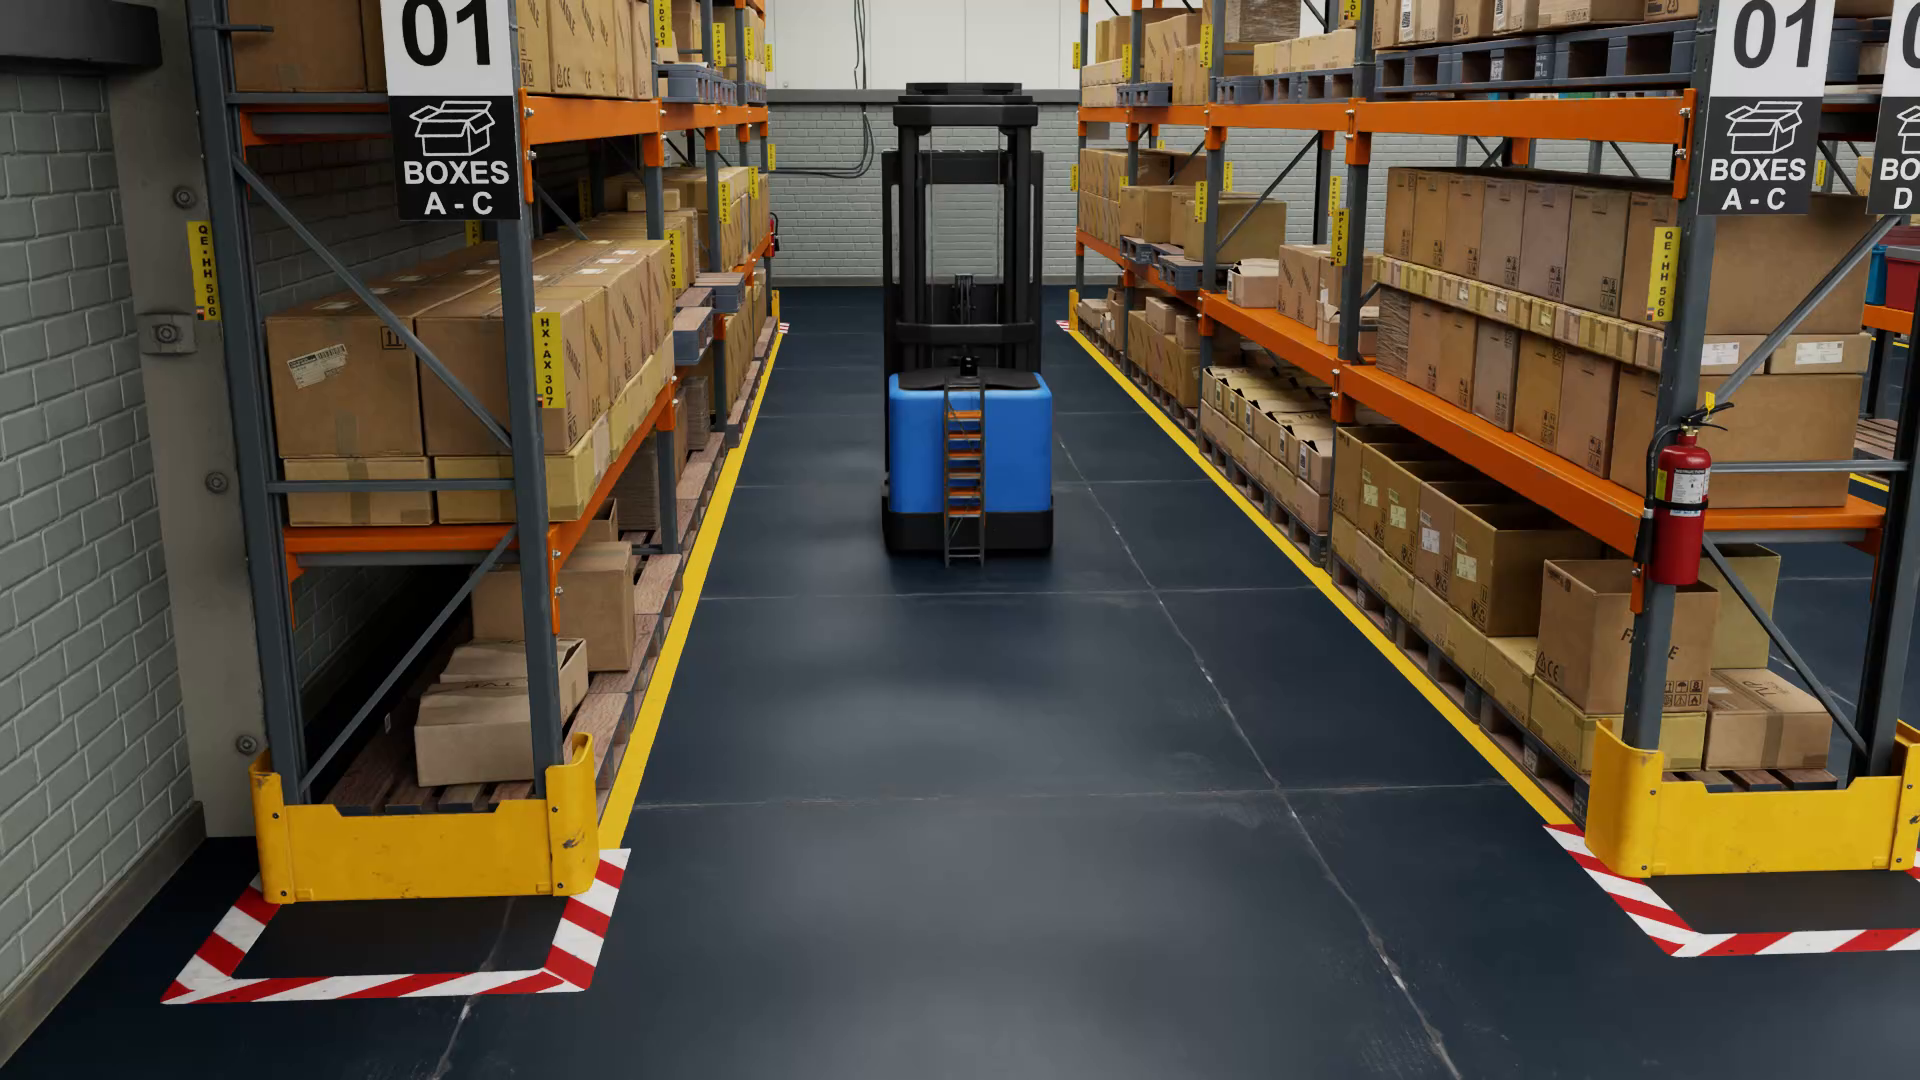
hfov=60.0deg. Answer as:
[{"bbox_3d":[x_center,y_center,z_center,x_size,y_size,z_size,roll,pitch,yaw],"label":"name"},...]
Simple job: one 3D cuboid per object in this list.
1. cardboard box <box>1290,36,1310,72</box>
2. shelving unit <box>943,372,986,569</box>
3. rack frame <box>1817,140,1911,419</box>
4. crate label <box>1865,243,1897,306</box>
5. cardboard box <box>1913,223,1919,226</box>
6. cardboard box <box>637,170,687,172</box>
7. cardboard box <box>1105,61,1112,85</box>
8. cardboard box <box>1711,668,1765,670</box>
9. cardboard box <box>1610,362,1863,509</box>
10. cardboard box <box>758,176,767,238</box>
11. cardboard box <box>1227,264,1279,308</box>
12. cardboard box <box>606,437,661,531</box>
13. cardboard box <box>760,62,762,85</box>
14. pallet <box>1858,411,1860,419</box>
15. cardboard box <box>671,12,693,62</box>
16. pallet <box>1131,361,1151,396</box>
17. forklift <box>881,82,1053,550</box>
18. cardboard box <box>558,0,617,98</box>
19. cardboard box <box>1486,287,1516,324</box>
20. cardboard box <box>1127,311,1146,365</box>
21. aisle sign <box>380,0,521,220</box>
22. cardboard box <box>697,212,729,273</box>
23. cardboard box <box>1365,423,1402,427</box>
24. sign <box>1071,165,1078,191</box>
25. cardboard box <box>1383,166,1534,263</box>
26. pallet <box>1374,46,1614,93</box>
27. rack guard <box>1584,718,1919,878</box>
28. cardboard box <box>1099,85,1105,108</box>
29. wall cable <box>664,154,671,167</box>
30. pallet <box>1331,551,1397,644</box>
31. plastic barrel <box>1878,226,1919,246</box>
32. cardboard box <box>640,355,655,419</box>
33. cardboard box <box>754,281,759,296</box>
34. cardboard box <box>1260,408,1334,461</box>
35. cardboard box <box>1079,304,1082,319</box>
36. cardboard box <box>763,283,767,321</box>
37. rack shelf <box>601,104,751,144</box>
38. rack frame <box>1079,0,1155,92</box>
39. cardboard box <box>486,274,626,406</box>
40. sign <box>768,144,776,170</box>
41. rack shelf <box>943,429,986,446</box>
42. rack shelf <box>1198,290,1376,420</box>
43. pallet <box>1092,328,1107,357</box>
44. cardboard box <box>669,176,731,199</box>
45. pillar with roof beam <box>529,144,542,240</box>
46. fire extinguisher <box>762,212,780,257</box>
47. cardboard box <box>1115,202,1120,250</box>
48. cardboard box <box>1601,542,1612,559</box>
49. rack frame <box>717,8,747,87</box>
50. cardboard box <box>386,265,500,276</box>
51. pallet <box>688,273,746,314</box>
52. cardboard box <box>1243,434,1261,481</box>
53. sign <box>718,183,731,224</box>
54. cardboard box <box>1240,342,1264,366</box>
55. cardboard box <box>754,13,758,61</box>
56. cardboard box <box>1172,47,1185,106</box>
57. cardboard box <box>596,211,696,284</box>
[{"bbox_3d":[2.670,-3.447,11.841,0.500,0.250,0.500,-1,14,-5],"label":"cardboard box"},{"bbox_3d":[0.026,-0.427,10.277,0.258,1.200,0.189,-1,14,-3],"label":"shelving unit"},{"bbox_3d":[7.455,-2.323,14.036,1.000,3.000,0.127,-1,14,-3],"label":"rack frame"},{"bbox_3d":[7.247,-2.089,13.055,0.502,0.435,0.616,-1,14,-3],"label":"crate label"},{"bbox_3d":[11.710,-3.726,19.994,0.380,0.149,0.250,-1,14,-3],"label":"cardboard box"},{"bbox_3d":[-2.837,-3.357,15.713,0.500,0.250,0.500,-1,14,-5],"label":"cardboard box"},{"bbox_3d":[1.906,-5.230,18.612,0.500,0.250,0.500,-1,14,-3],"label":"cardboard box"},{"bbox_3d":[3.161,0.609,7.315,0.500,0.250,0.500,-1,14,-3],"label":"cardboard box"},{"bbox_3d":[2.991,-0.423,6.449,0.700,0.500,0.500,-1,14,-3],"label":"cardboard box"},{"bbox_3d":[-2.831,-3.998,19.942,0.980,0.700,0.700,-1,14,-4],"label":"cardboard box"},{"bbox_3d":[2.373,-1.979,12.877,0.500,0.311,0.500,-1,14,-4],"label":"cardboard box"},{"bbox_3d":[-2.247,-0.361,10.542,0.700,0.500,0.500,0,14,-2],"label":"cardboard box"},{"bbox_3d":[-2.585,-5.484,19.559,0.500,0.250,0.500,-1,14,-6],"label":"cardboard box"},{"bbox_3d":[7.365,-1.168,15.143,1.003,0.211,1.213,-1,14,-3],"label":"pallet"},{"bbox_3d":[-2.519,-4.002,13.457,0.700,0.500,0.500,-2,15,-8],"label":"cardboard box"},{"bbox_3d":[2.352,-1.690,17.172,1.003,0.211,1.213,-1,14,-3],"label":"pallet"},{"bbox_3d":[0.005,-1.668,11.626,1.130,2.935,3.031,-1,14,-2],"label":"forklift"},{"bbox_3d":[-1.796,-2.175,7.198,0.500,0.500,0.500,0,14,0],"label":"cardboard box"},{"bbox_3d":[2.695,-1.098,7.773,0.380,0.149,0.250,-1,14,-4],"label":"cardboard box"},{"bbox_3d":[2.050,-2.121,17.383,0.500,0.500,0.500,-2,15,-6],"label":"cardboard box"},{"bbox_3d":[-1.633,-1.426,5.333,0.394,0.787,0.004,-1,14,-3],"label":"aisle sign"},{"bbox_3d":[-2.207,-2.497,13.874,0.500,0.500,0.500,0,14,-2],"label":"cardboard box"},{"bbox_3d":[2.956,-0.627,10.995,0.500,0.311,0.500,-1,14,-4],"label":"cardboard box"},{"bbox_3d":[1.474,-4.648,21.335,0.100,0.325,0.005,-1,14,-3],"label":"sign"},{"bbox_3d":[2.793,-1.819,9.273,0.700,0.500,0.500,-1,14,-3],"label":"cardboard box"},{"bbox_3d":[2.838,-2.451,8.690,1.003,0.211,1.213,-1,14,-3],"label":"pallet"},{"bbox_3d":[3.008,0.958,6.298,1.175,0.500,0.348,-1,14,-3],"label":"rack guard"},{"bbox_3d":[1.882,-5.112,19.158,0.500,0.250,0.500,-1,14,-3],"label":"cardboard box"},{"bbox_3d":[-3.952,-4.956,22.229,0.084,1.984,1.851,-1,14,-3],"label":"wall cable"},{"bbox_3d":[2.767,0.296,9.452,1.003,0.211,1.213,-1,14,-3],"label":"pallet"},{"bbox_3d":[7.786,-2.278,13.589,0.600,0.536,0.708,-1,14,-3],"label":"plastic barrel"},{"bbox_3d":[-1.784,-0.751,8.184,0.500,0.250,0.500,-1,14,-4],"label":"cardboard box"},{"bbox_3d":[-2.496,-2.877,19.062,0.380,0.149,0.250,-1,14,-5],"label":"cardboard box"},{"bbox_3d":[2.381,-0.746,11.456,0.500,0.311,0.500,-1,14,-4],"label":"cardboard box"},{"bbox_3d":[1.714,-2.907,21.106,0.380,0.166,0.250,-1,14,-3],"label":"cardboard box"},{"bbox_3d":[-2.785,-2.980,20.763,0.700,0.500,0.500,-1,14,-3],"label":"cardboard box"},{"bbox_3d":[-2.557,-3.772,15.091,1.077,0.370,4.000,-1,14,-3],"label":"rack shelf"},{"bbox_3d":[2.016,-7.143,20.728,1.000,3.000,0.127,-1,14,-3],"label":"rack frame"},{"bbox_3d":[-1.713,-0.856,7.089,0.500,0.500,0.500,-1,14,-5],"label":"cardboard box"},{"bbox_3d":[-2.386,-4.840,21.020,0.100,0.325,0.005,-1,14,-3],"label":"sign"},{"bbox_3d":[0.026,-0.616,10.228,0.258,0.103,0.180,-1,14,-3],"label":"rack shelf"},{"bbox_3d":[2.635,-1.402,11.899,1.077,0.370,4.000,-1,14,-3],"label":"rack shelf"},{"bbox_3d":[2.143,-2.367,19.802,1.003,0.211,1.213,-1,14,-3],"label":"pallet"},{"bbox_3d":[-2.238,-2.986,14.270,0.500,0.250,0.500,-1,14,-4],"label":"cardboard box"},{"bbox_3d":[1.081,-4.805,11.644,9.100,9.000,0.400,-1,14,-3],"label":"pillar with roof beam"},{"bbox_3d":[-2.477,-3.986,21.404,0.296,0.674,0.183,-1,14,-3],"label":"fire extinguisher"},{"bbox_3d":[1.976,-3.411,18.064,0.500,0.500,0.500,-1,14,-3],"label":"cardboard box"},{"bbox_3d":[3.119,0.122,7.704,0.500,0.500,0.500,-1,14,-3],"label":"cardboard box"},{"bbox_3d":[-2.680,-6.070,16.560,1.000,3.000,0.127,-1,14,-3],"label":"rack frame"},{"bbox_3d":[-2.267,-0.974,7.548,0.500,0.500,0.500,-1,14,-3],"label":"cardboard box"},{"bbox_3d":[-2.282,-1.902,12.783,1.213,0.211,1.003,-1,14,-3],"label":"pallet"},{"bbox_3d":[2.352,-0.603,12.025,0.500,0.250,0.500,-1,14,-2],"label":"cardboard box"},{"bbox_3d":[-1.892,-2.703,13.349,0.100,0.325,0.005,-1,14,-3],"label":"sign"},{"bbox_3d":[2.730,-1.498,14.962,0.500,0.500,0.500,-1,14,-5],"label":"cardboard box"},{"bbox_3d":[-2.519,-5.592,18.474,0.500,0.500,0.500,-1,14,-3],"label":"cardboard box"},{"bbox_3d":[2.387,-4.113,14.771,0.910,0.500,0.500,-1,14,-3],"label":"cardboard box"},{"bbox_3d":[-2.332,-2.176,12.382,0.700,0.500,0.500,-2,15,-9],"label":"cardboard box"}]
